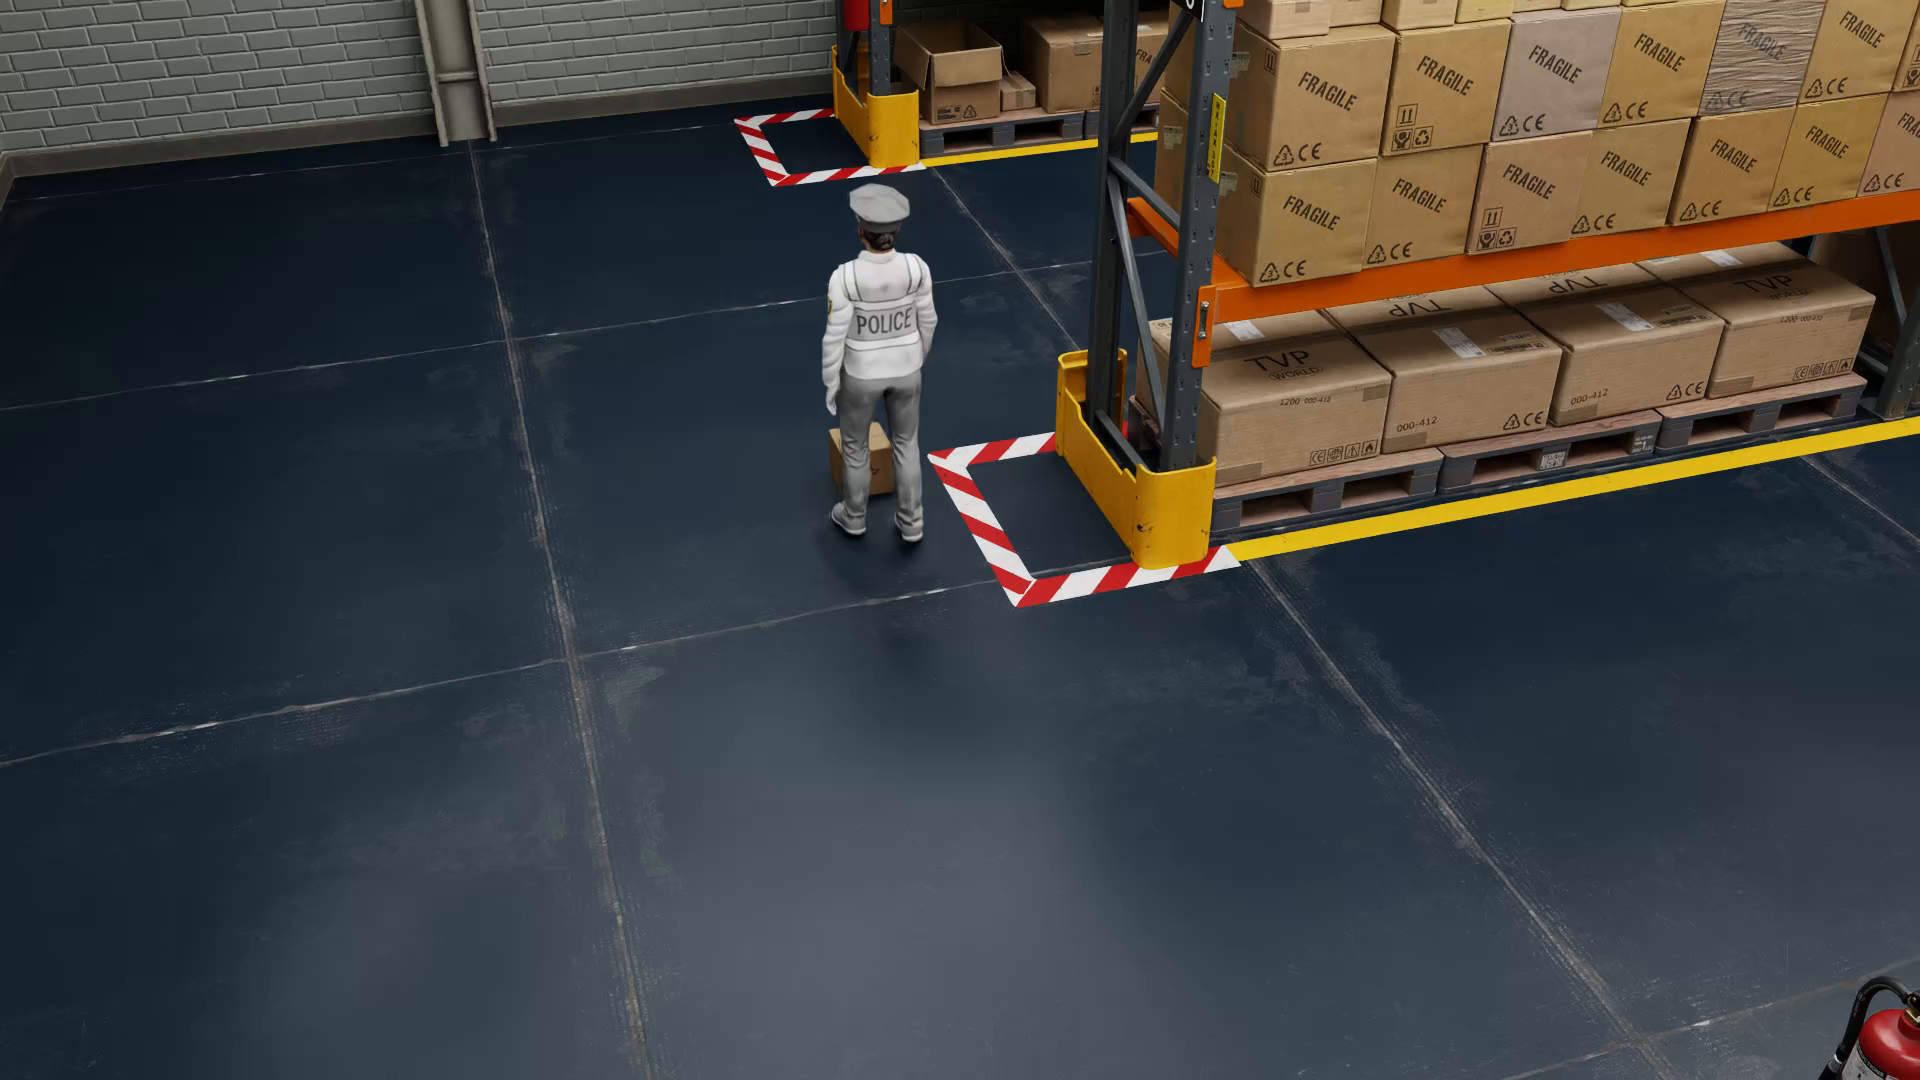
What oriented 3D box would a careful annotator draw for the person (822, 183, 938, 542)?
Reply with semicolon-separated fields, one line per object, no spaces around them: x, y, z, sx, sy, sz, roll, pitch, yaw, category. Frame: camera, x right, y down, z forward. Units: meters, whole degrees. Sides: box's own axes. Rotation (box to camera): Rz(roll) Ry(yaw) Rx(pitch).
-0.361;-0.743;7.208;0.519;1.691;0.459;-9;35;-13;person
